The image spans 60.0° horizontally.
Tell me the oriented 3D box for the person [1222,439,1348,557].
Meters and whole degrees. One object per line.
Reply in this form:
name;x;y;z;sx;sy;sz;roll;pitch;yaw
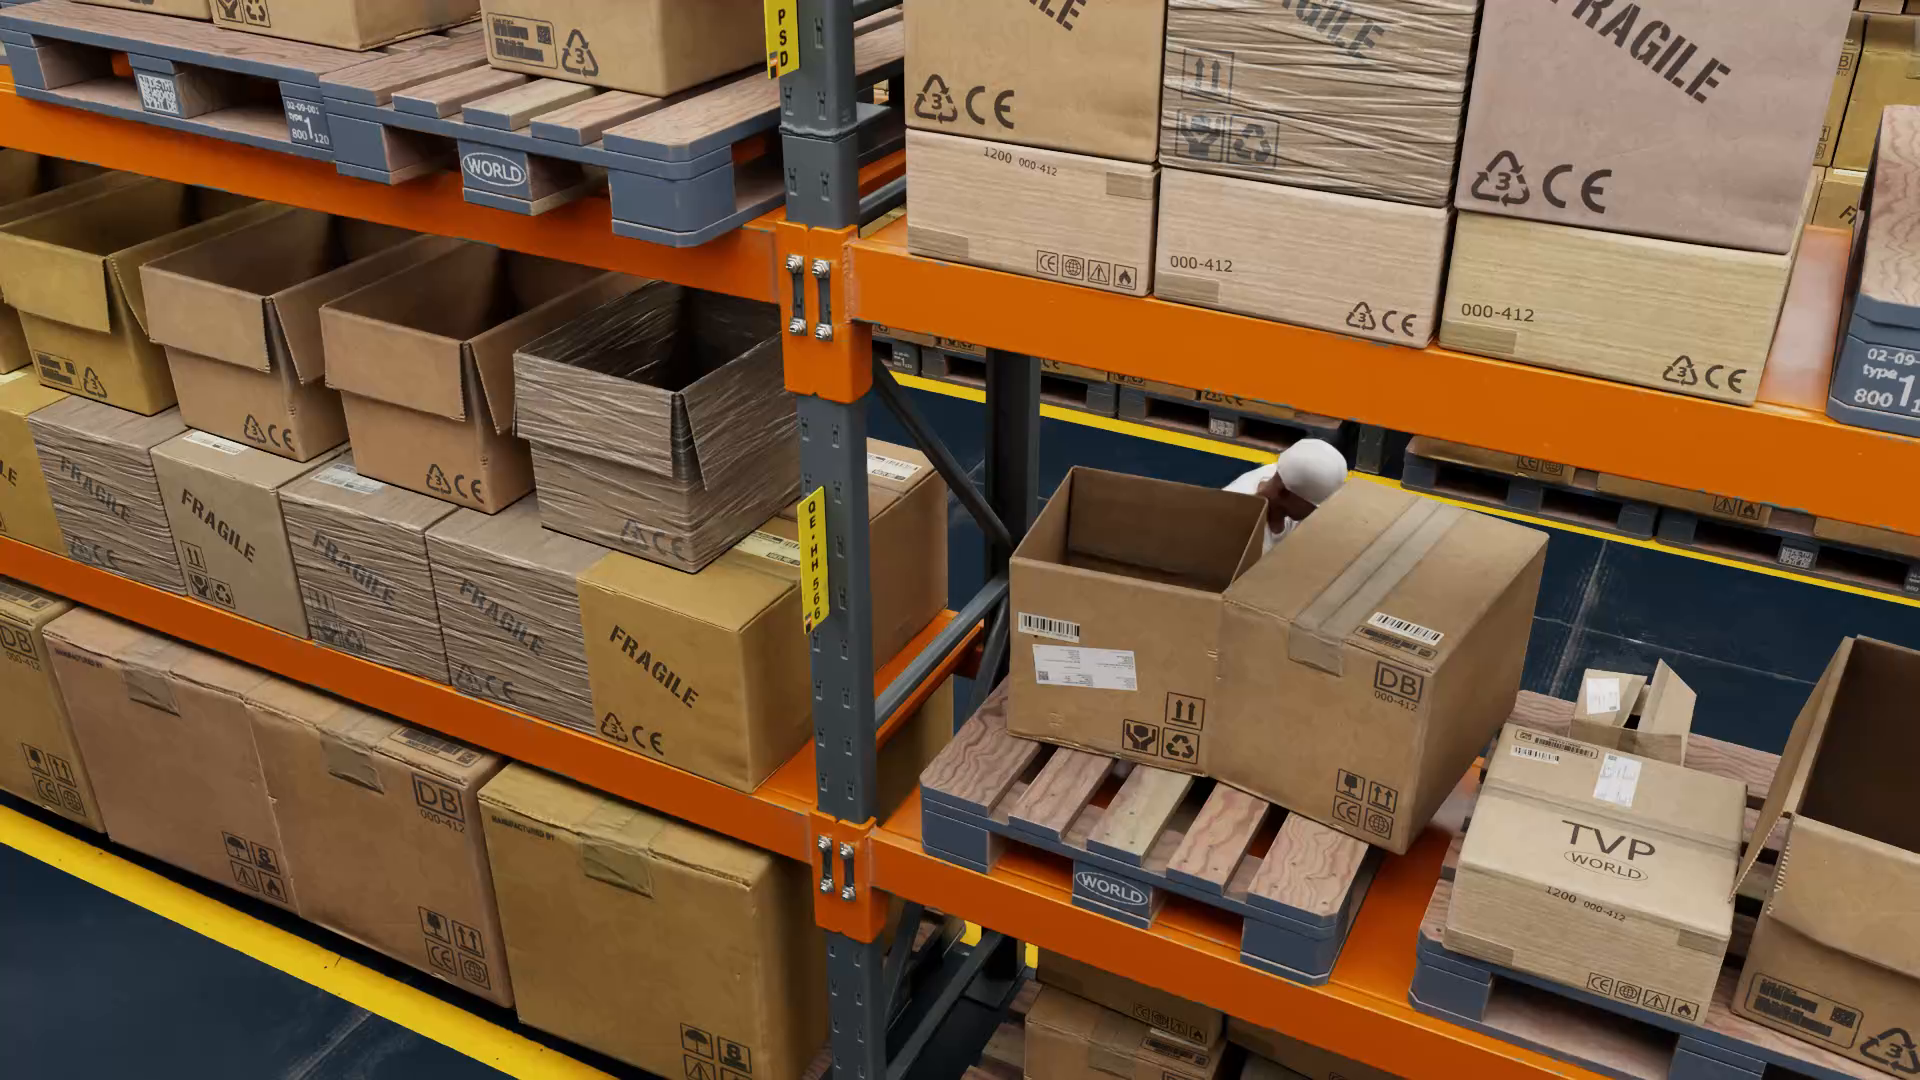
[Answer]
person;0.967;0.342;5.675;0.606;1.624;0.598;21;36;32
